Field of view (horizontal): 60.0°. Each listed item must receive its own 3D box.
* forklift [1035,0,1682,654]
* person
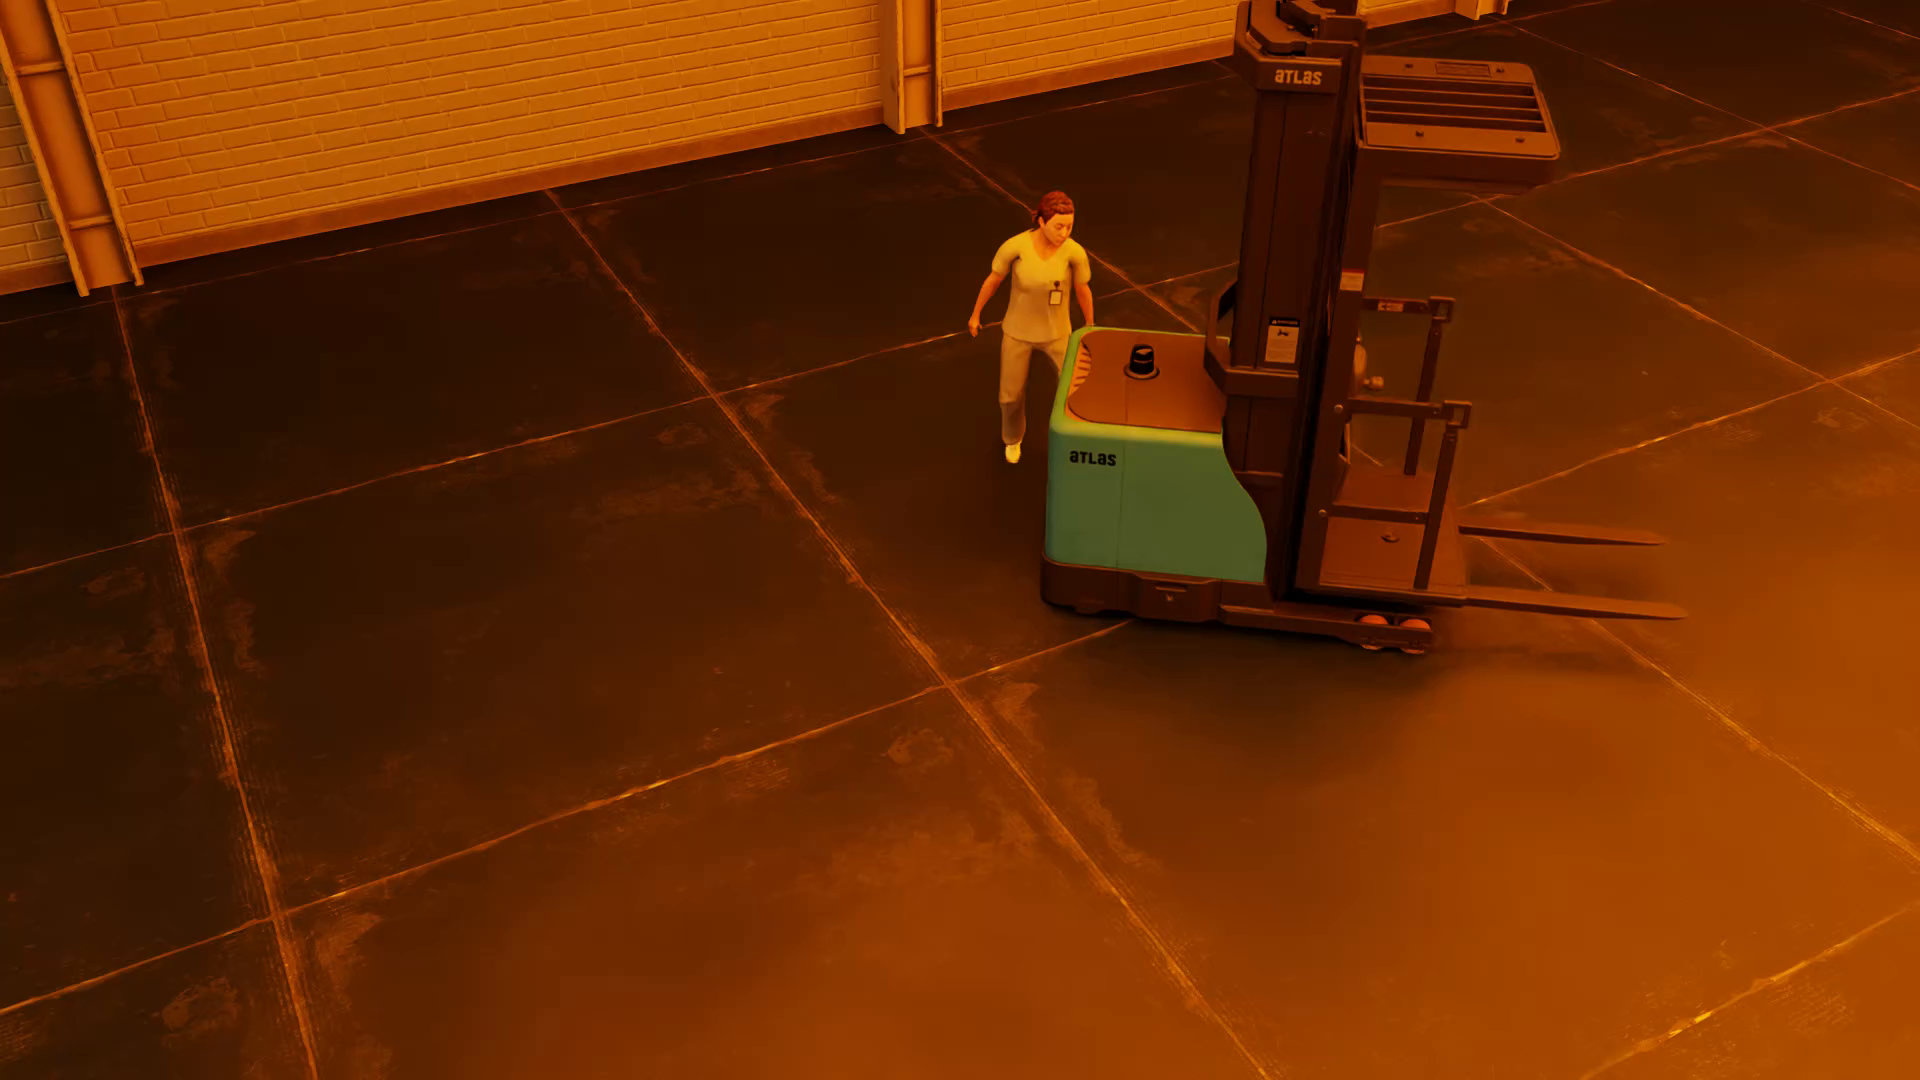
[{"bbox_3d":[1.935,-0.990,7.523,3.031,2.935,1.130,6,36,8],"label":"forklift"},{"bbox_3d":[0.440,-1.125,8.875,0.797,1.638,0.410,3,35,4],"label":"person"}]
